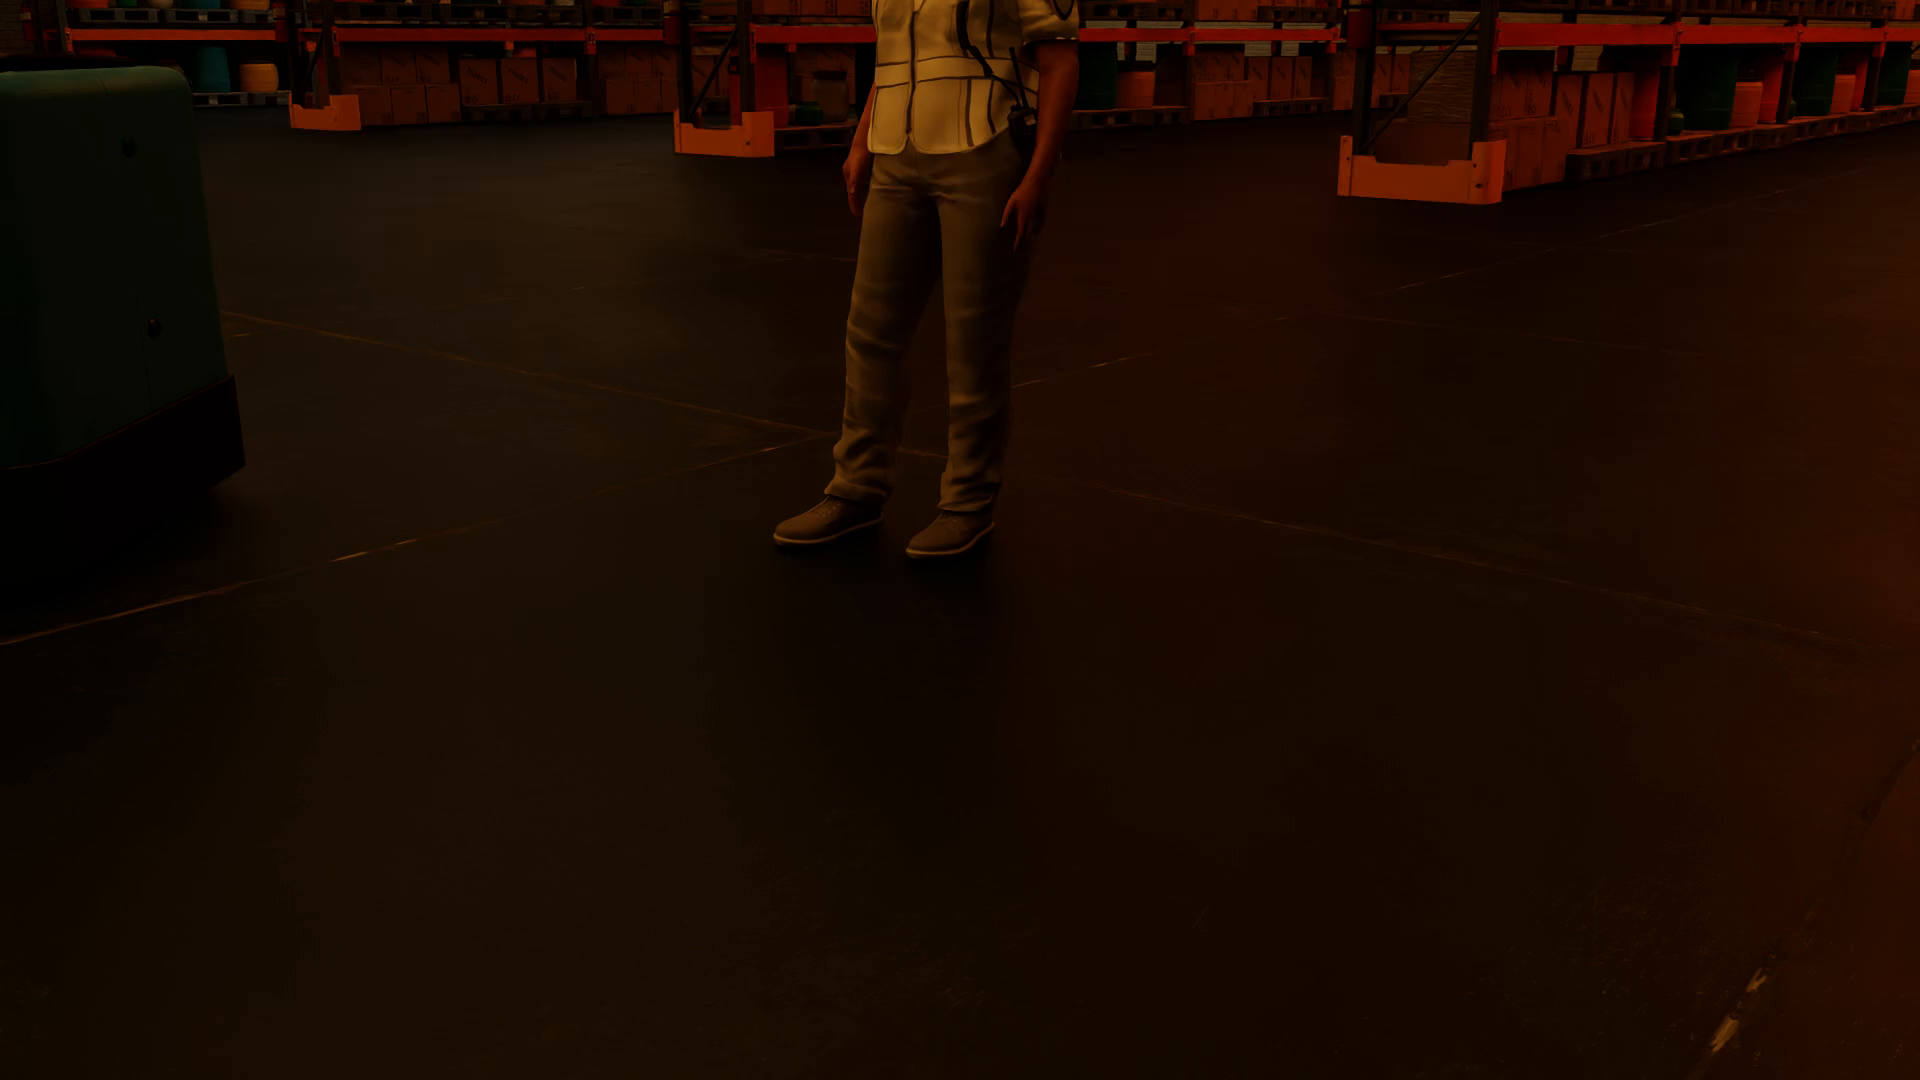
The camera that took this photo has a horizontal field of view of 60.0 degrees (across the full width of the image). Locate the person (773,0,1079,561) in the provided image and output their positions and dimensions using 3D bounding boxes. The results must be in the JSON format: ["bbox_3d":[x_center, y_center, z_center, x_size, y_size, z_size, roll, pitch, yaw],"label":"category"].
[{"bbox_3d":[-0.067,-0.791,3.655,0.598,1.670,0.529,13,21,37],"label":"person"}]

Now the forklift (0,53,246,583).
[{"bbox_3d":[-3.367,-1.392,3.480,3.031,2.935,1.130,0,17,-1],"label":"forklift"}]
